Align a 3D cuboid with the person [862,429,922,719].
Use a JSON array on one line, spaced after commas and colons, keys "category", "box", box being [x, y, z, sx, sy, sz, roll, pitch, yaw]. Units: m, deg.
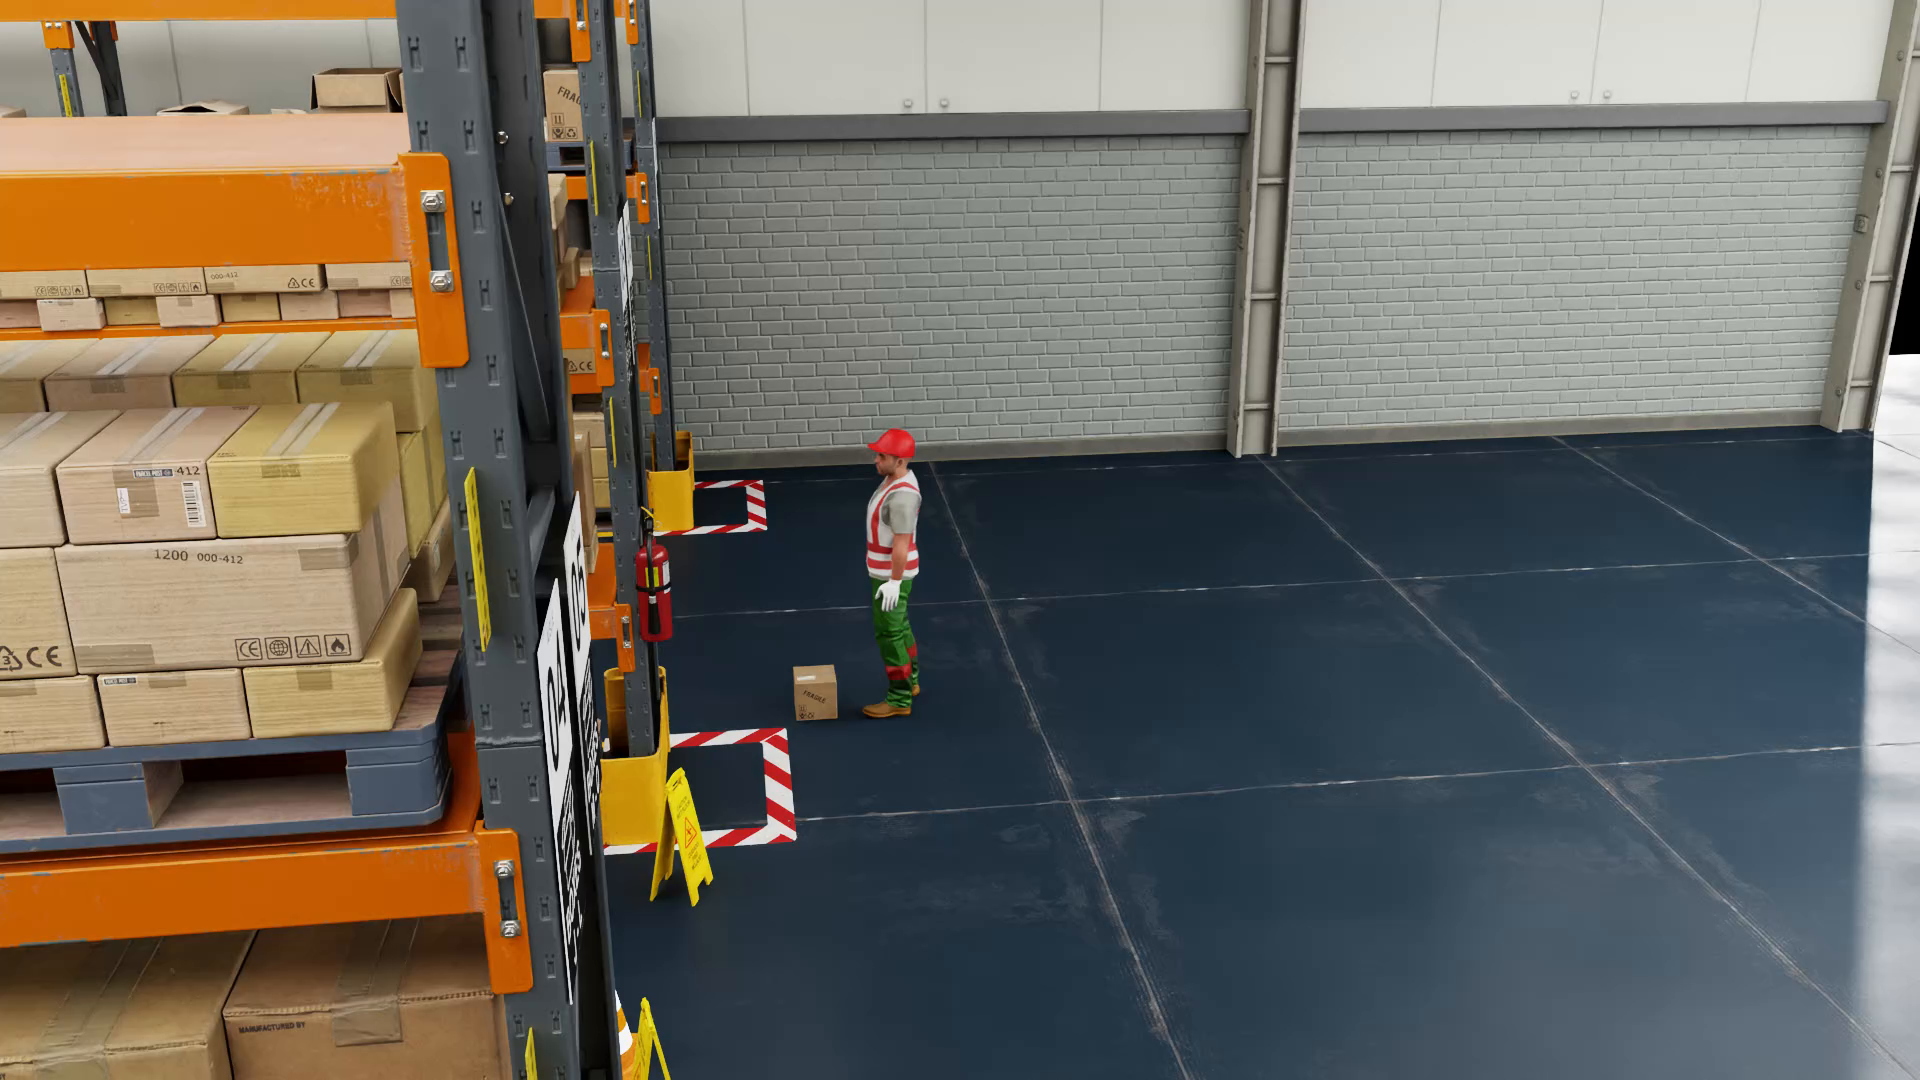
[{"category": "person", "box": [-0.420, 0.223, 9.998, 0.384, 1.843, 0.530, -2, 20, -7]}]
